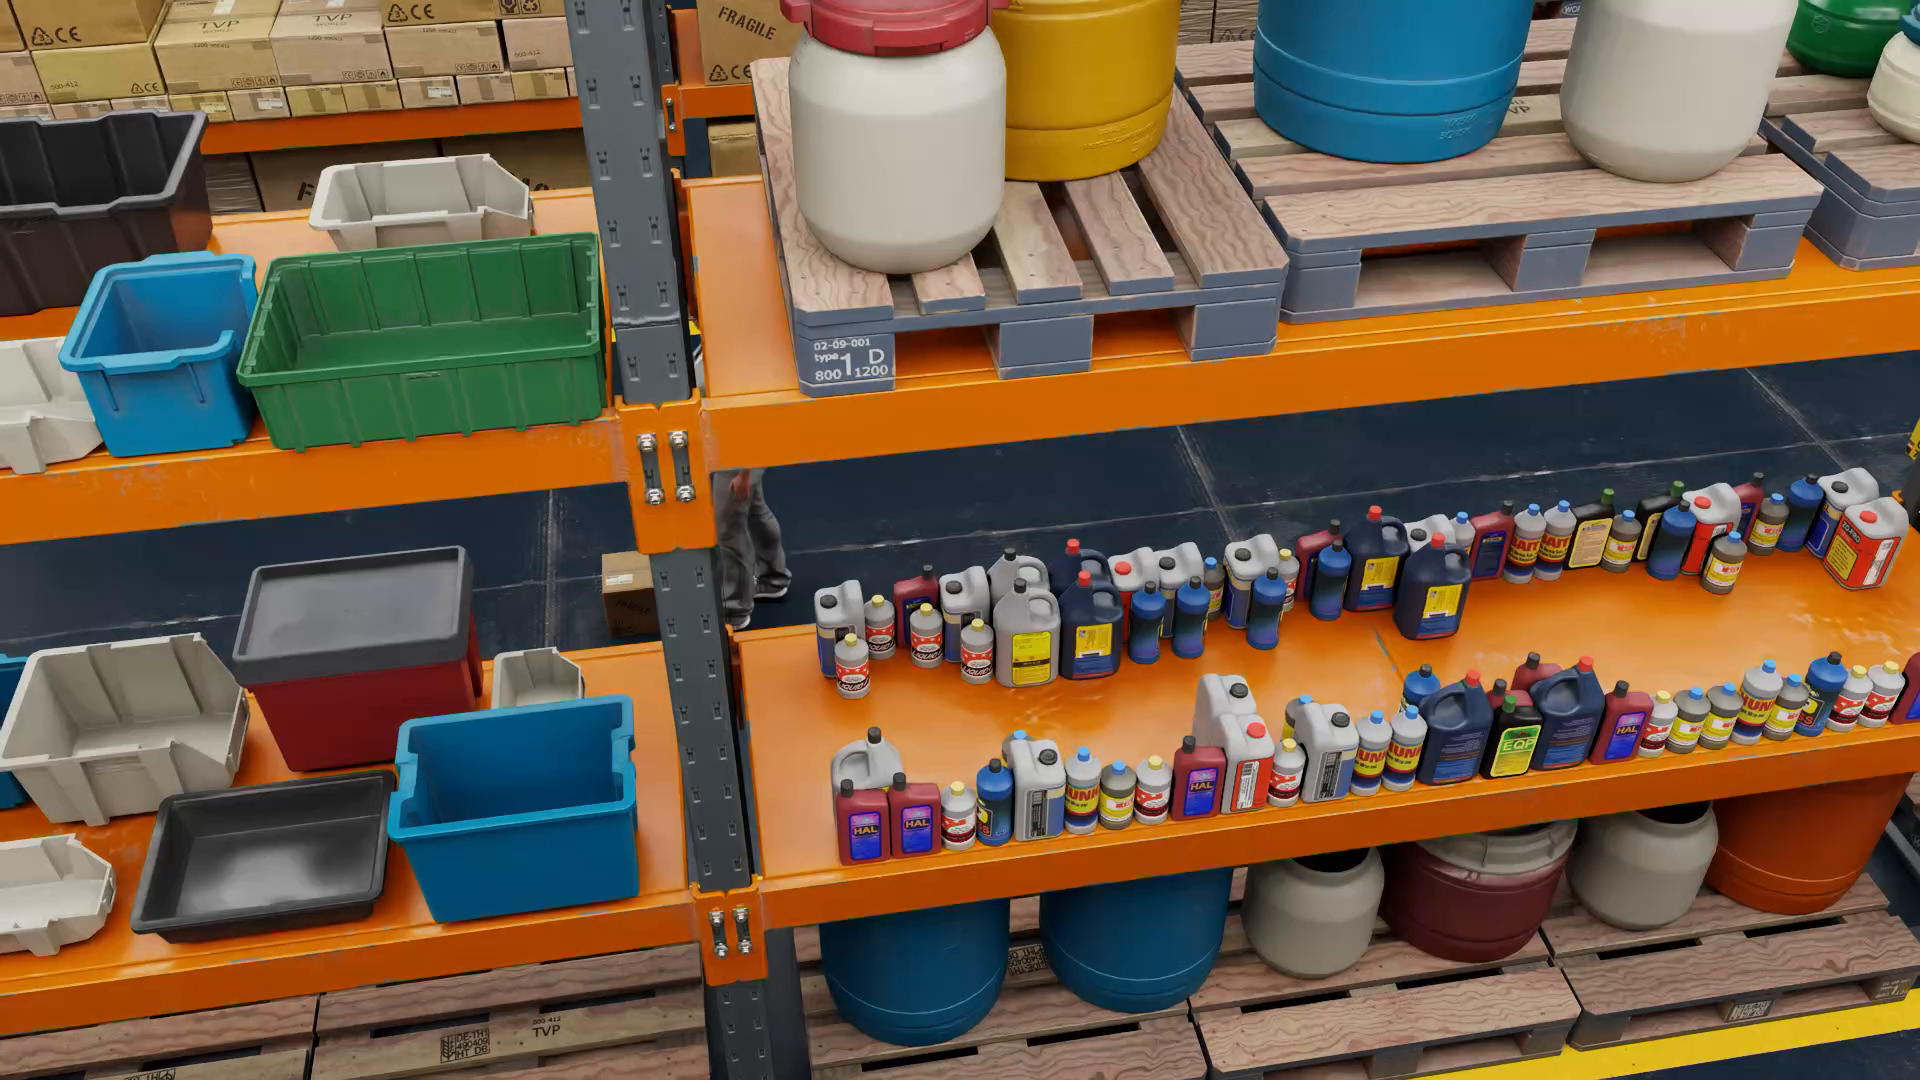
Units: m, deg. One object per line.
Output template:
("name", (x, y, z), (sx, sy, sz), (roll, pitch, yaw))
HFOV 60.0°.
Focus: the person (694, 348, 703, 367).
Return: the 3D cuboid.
("person", (-0.888, -0.570, 6.409), (0.284, 0.536, 0.429), (-6, 40, -8))
